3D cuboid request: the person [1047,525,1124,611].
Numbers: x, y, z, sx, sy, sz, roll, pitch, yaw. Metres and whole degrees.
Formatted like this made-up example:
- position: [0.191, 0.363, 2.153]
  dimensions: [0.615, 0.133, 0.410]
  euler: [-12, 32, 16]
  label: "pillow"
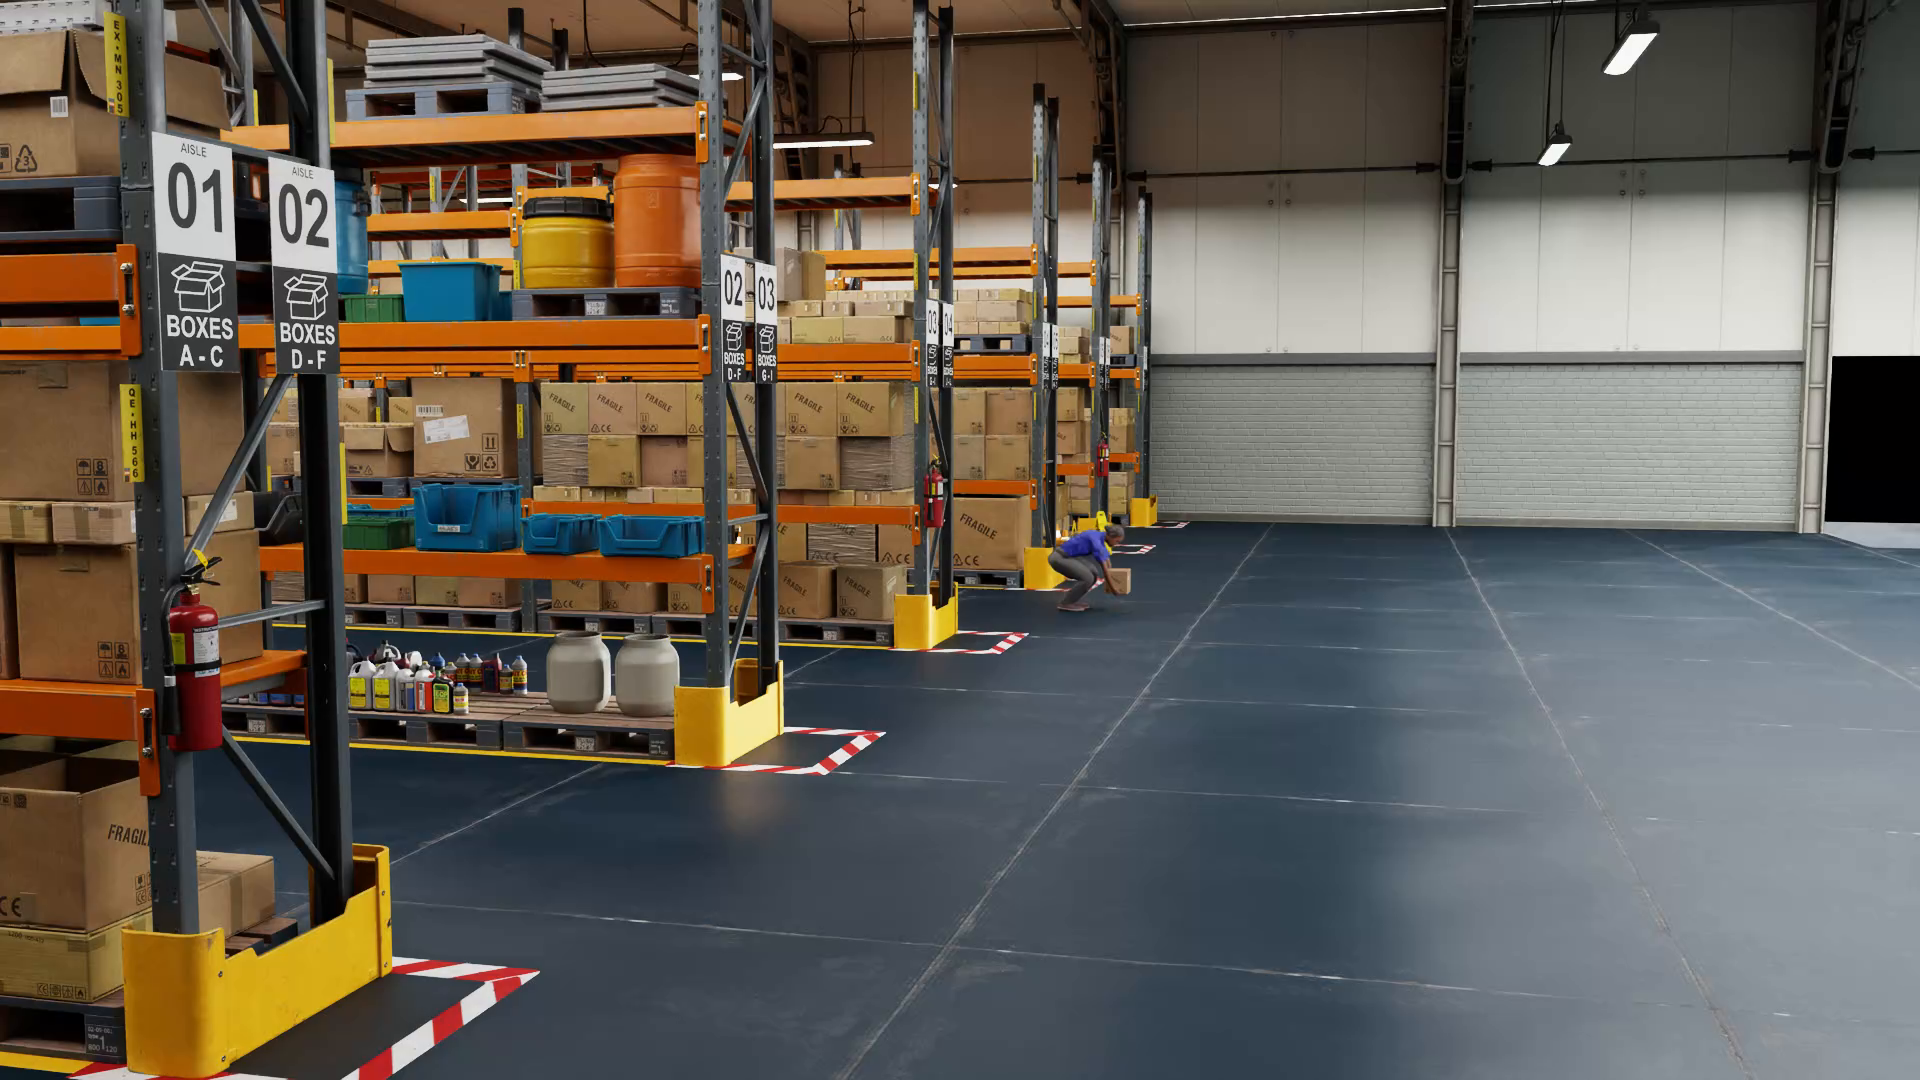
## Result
- position: [1.382, 0.300, 18.075]
  dimensions: [0.850, 0.942, 0.467]
  euler: [1, 5, 12]
  label: "person"
